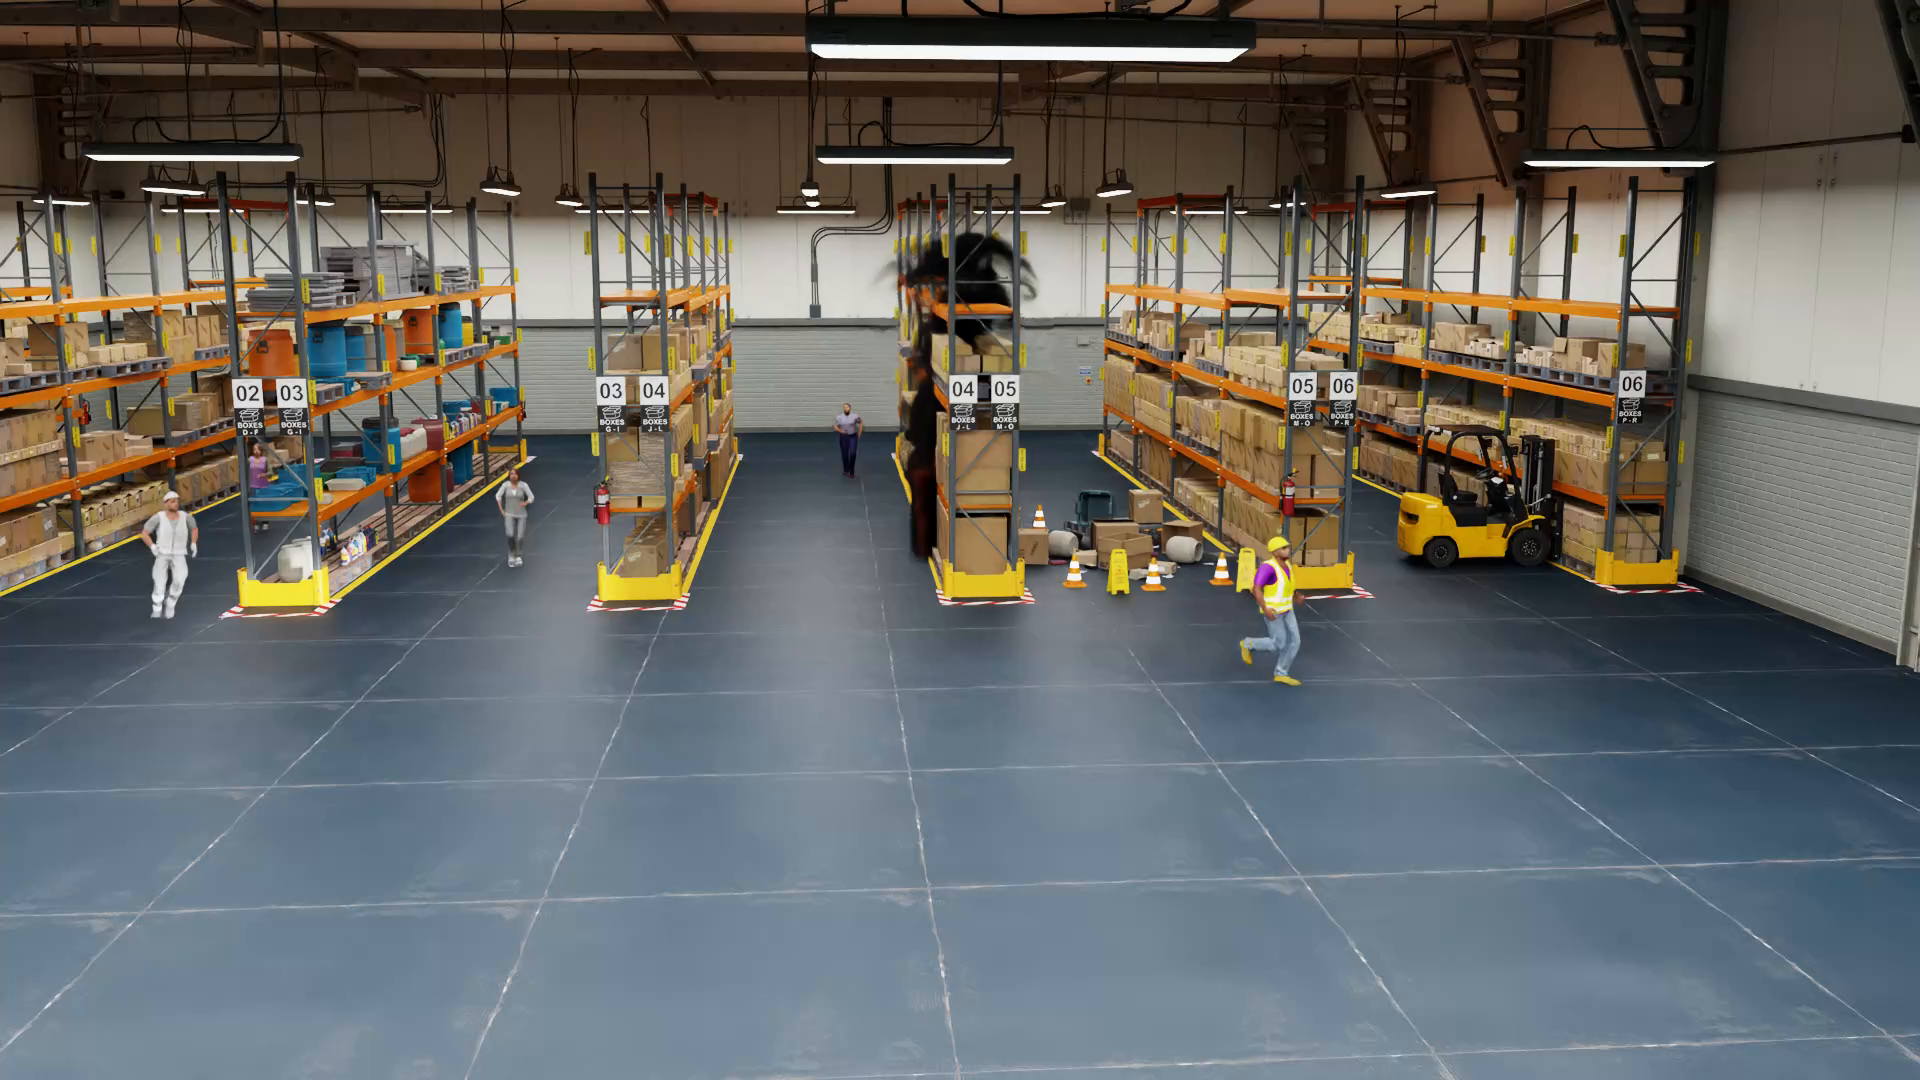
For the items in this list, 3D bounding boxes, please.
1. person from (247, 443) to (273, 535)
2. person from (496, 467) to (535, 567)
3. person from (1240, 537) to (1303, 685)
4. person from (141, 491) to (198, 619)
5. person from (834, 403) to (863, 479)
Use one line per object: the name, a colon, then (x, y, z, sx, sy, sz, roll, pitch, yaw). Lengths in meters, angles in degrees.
person: (-12.305, -0.897, 29.178, 0.510, 1.607, 0.676, -4, 11, -20)
person: (-6.979, -0.360, 26.142, 0.593, 1.577, 0.557, -2, 10, -13)
person: (3.639, 0.805, 19.287, 0.702, 1.713, 0.701, 9, 14, 42)
person: (-10.658, 0.204, 22.506, 0.719, 1.726, 0.611, -6, 12, -31)
person: (-2.438, -2.160, 36.327, 0.608, 1.674, 0.687, 0, 10, 2)
